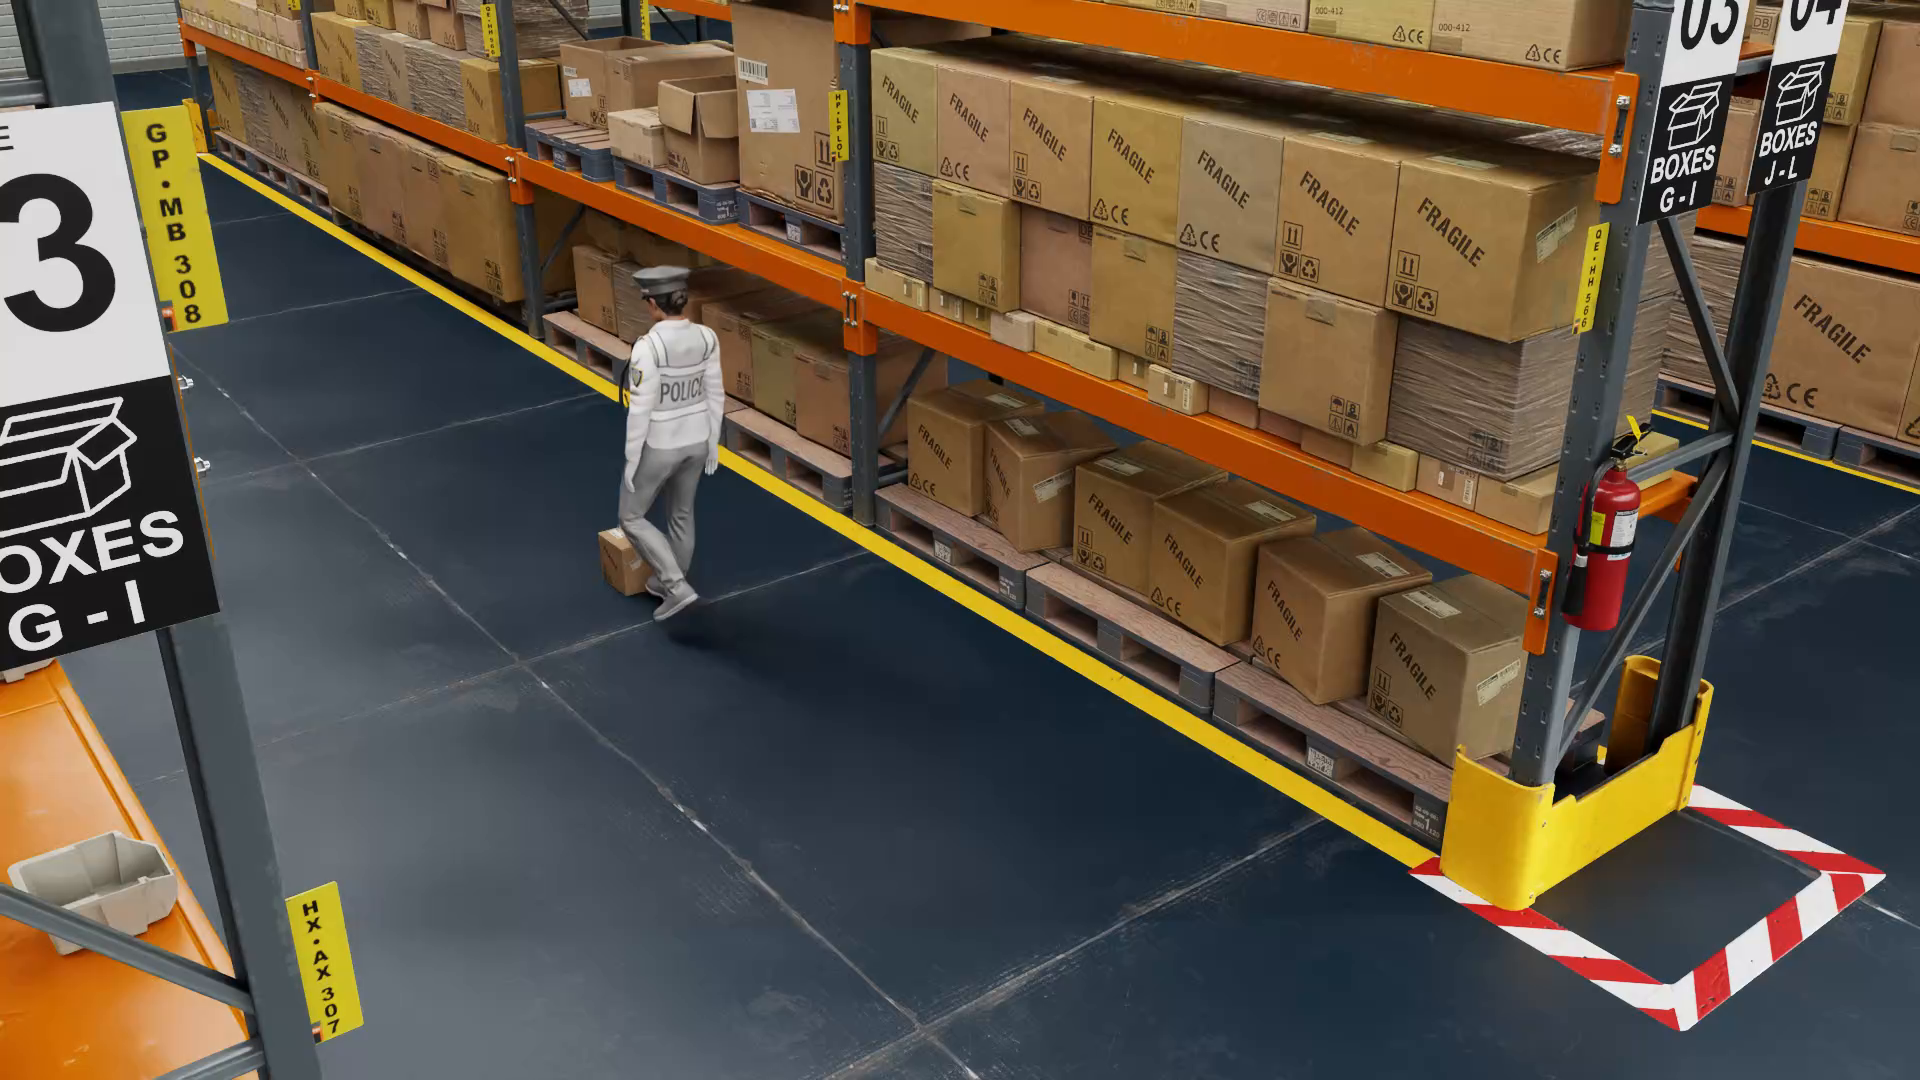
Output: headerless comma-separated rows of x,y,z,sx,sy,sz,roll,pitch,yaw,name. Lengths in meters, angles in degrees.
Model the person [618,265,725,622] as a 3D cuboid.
-1.325,-0.423,7.468,0.620,1.652,0.514,22,33,39,person
